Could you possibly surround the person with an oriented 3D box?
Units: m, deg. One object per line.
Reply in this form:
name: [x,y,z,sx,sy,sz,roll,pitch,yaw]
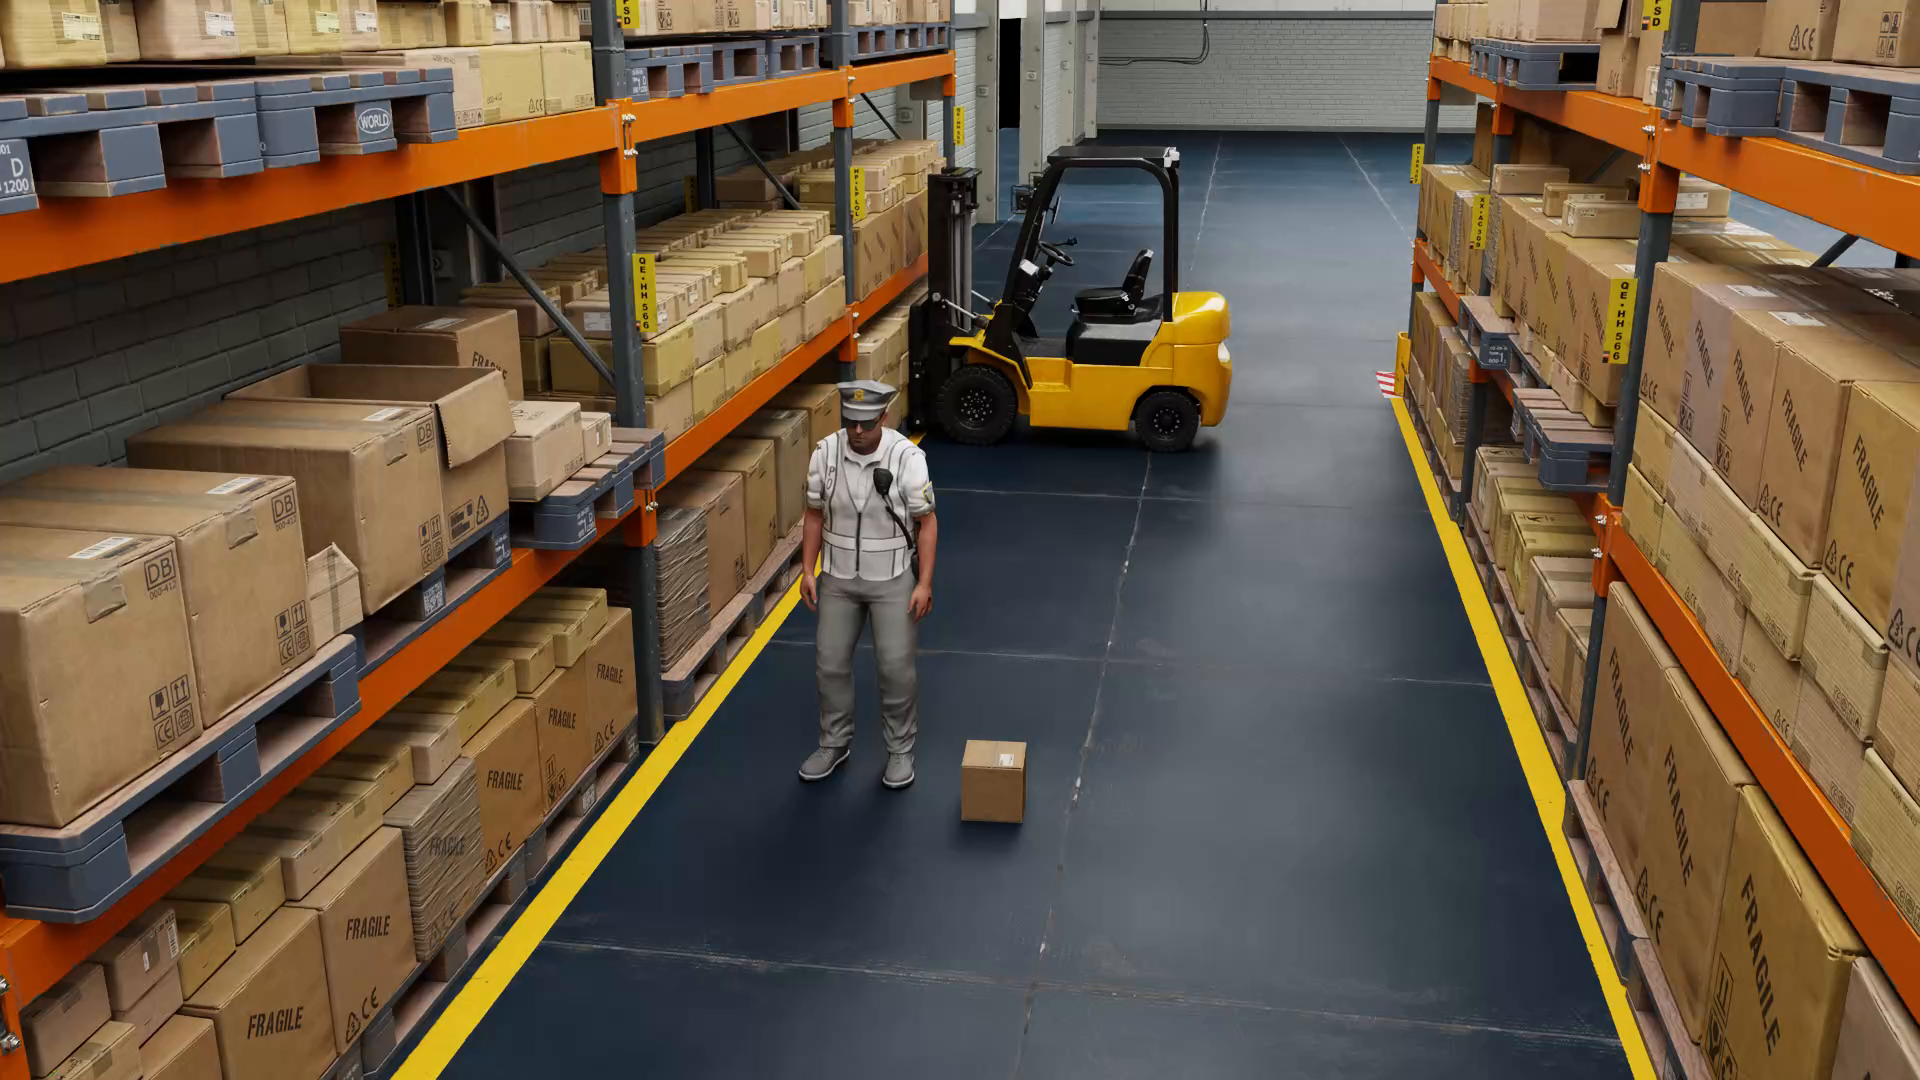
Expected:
person: [-0.431,0.176,6.990,0.500,1.747,0.340,4,18,13]
